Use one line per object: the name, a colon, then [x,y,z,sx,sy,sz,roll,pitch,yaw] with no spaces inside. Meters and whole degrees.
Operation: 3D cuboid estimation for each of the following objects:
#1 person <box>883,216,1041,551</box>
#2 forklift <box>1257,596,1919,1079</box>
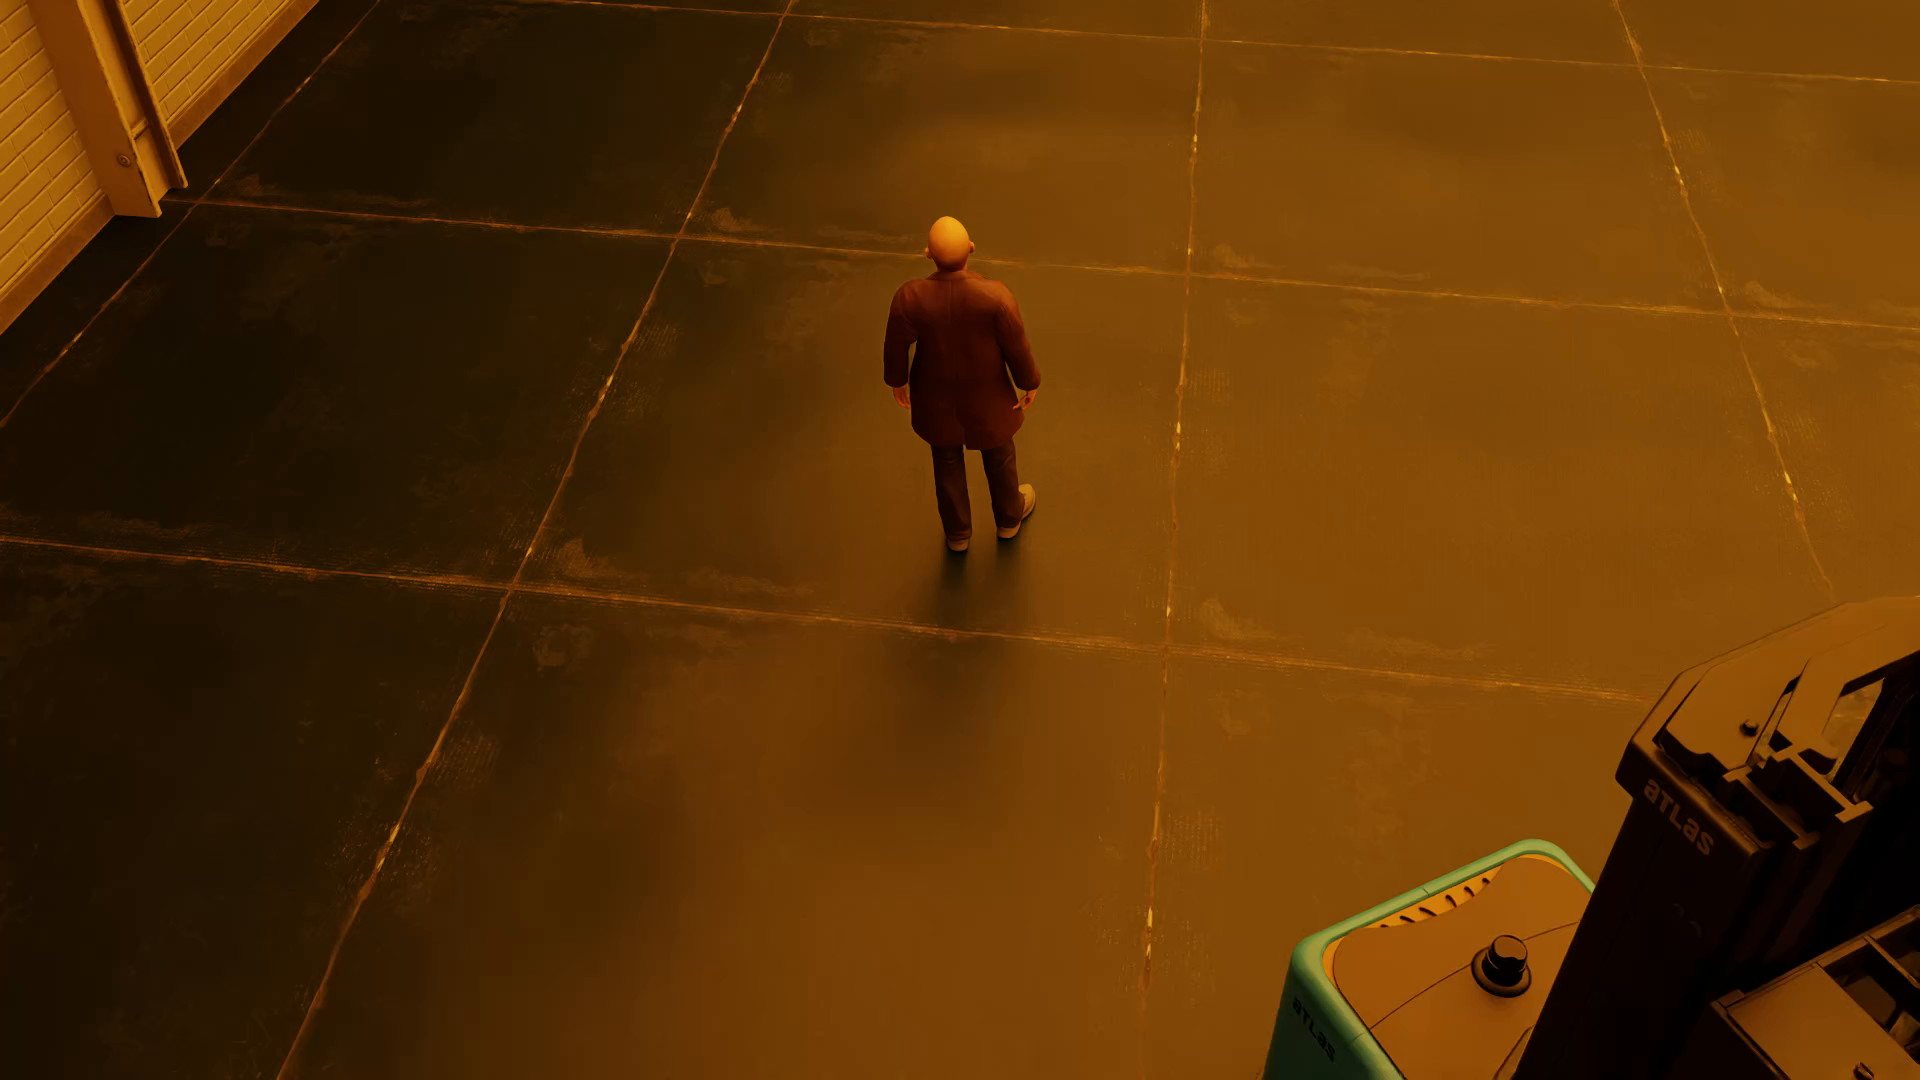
person: [0.017,-0.720,7.350,0.696,1.775,0.582,5,43,6]
forklift: [2.077,1.681,3.894,1.130,2.935,3.031,-18,46,-19]
